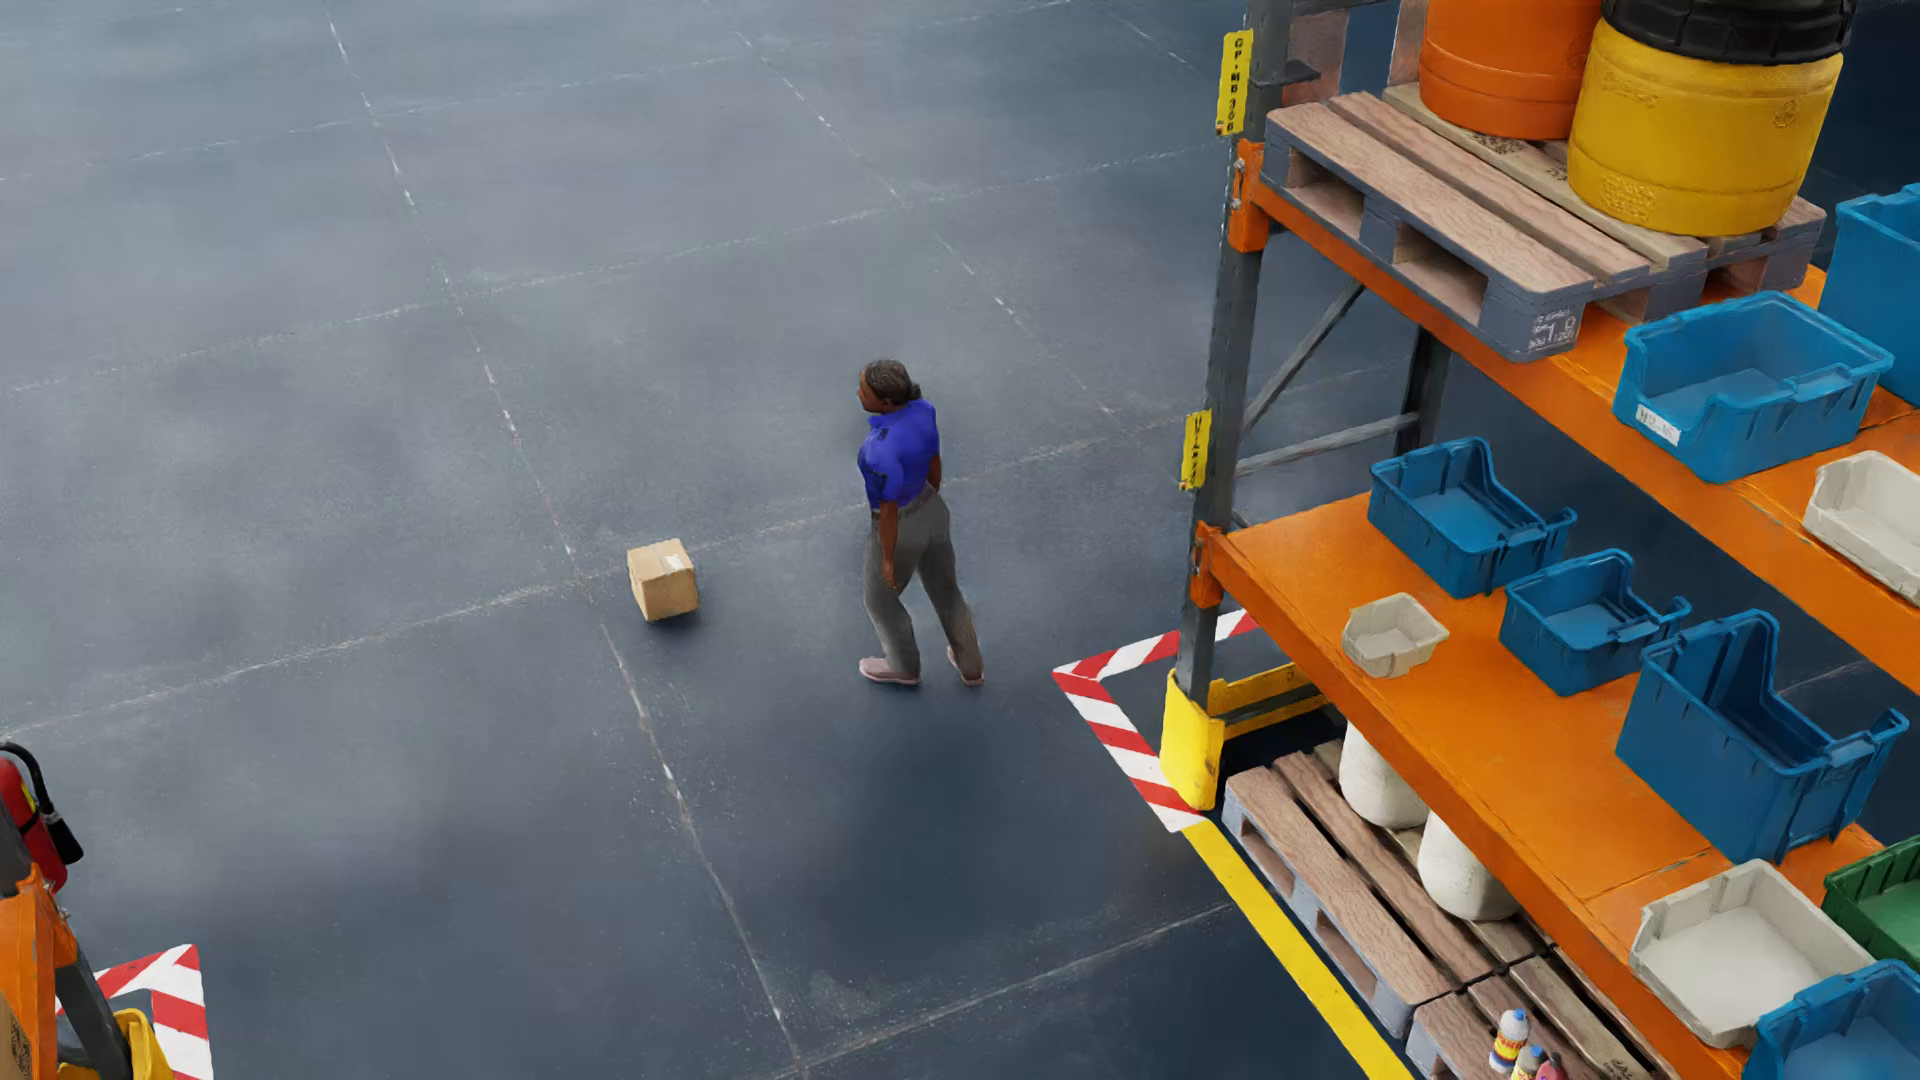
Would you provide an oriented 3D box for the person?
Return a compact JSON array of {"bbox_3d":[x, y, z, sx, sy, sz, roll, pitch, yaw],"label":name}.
[{"bbox_3d":[-0.173,-0.040,6.916,0.546,1.646,0.498,20,42,24],"label":"person"}]
